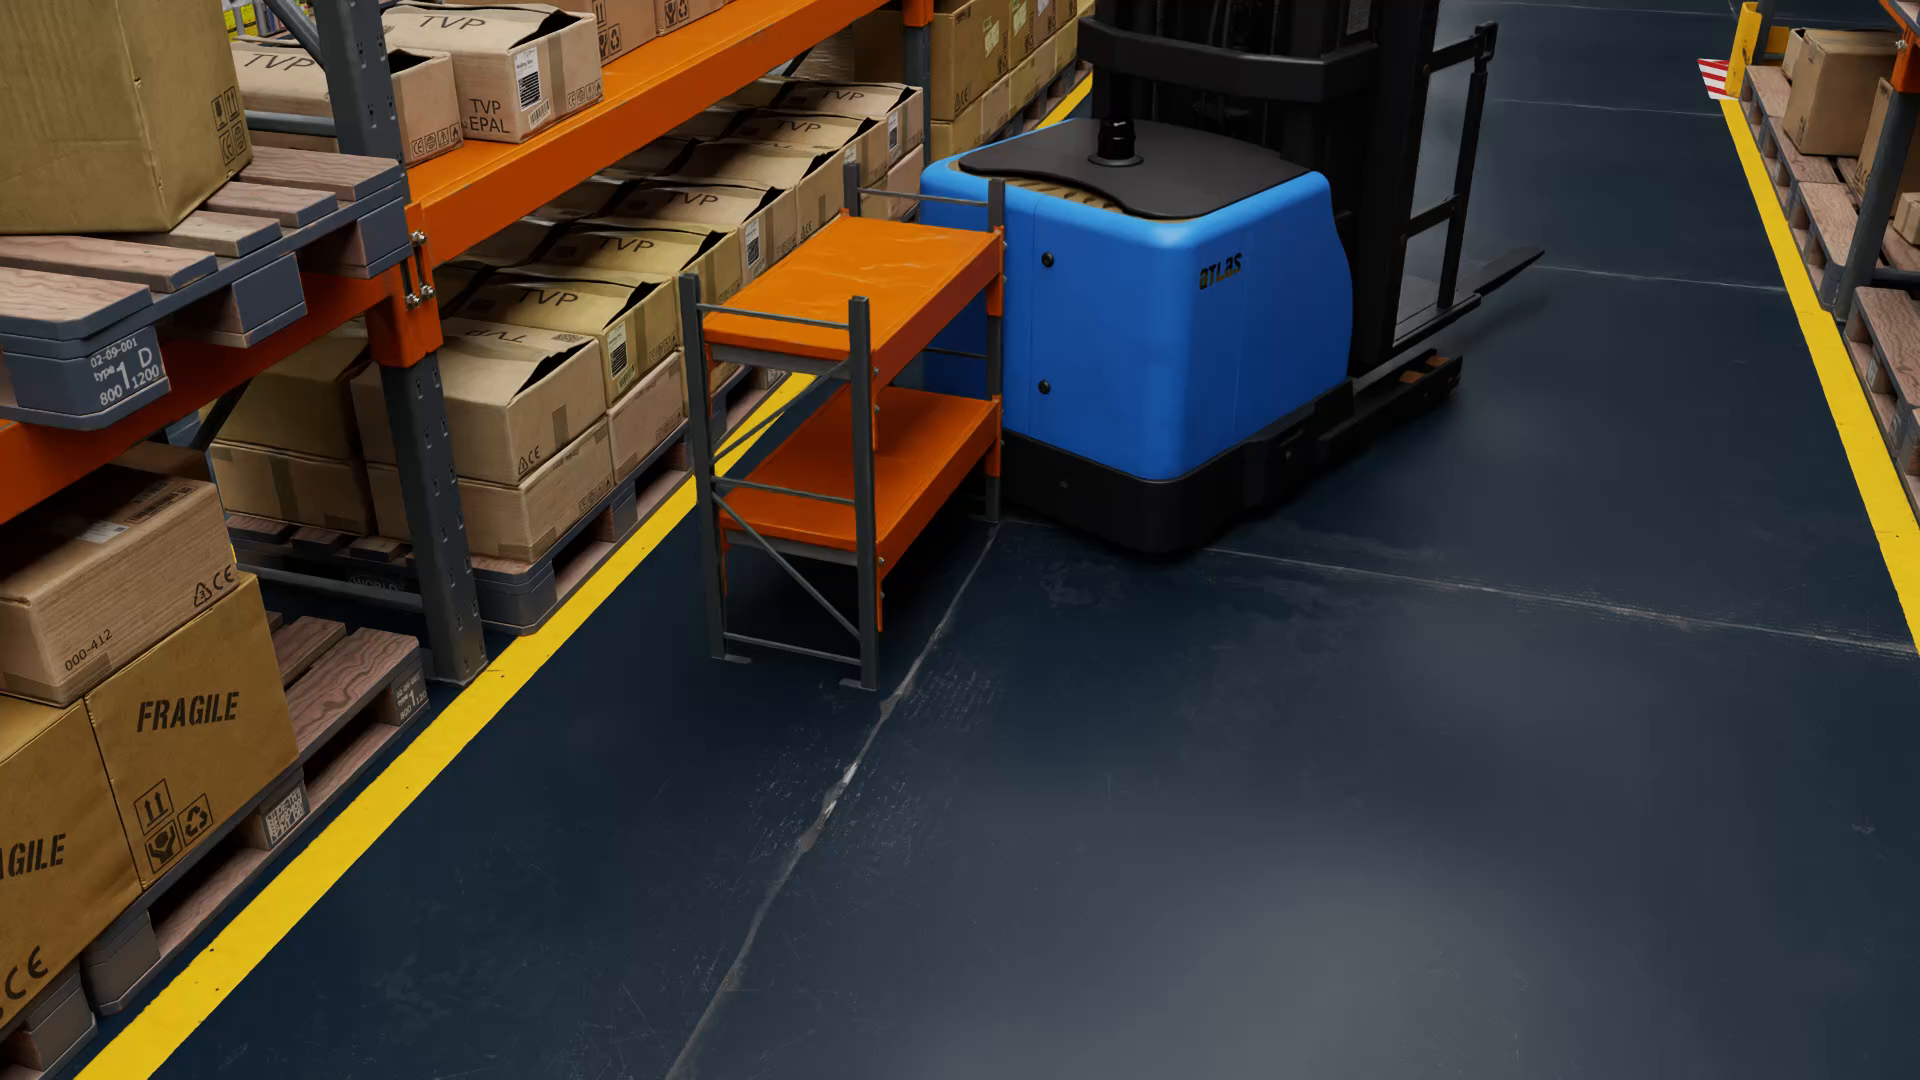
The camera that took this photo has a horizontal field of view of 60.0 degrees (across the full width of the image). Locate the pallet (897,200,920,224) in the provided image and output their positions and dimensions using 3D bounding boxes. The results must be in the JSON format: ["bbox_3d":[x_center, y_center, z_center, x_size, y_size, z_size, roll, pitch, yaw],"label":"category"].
[{"bbox_3d":[-0.810,-1.297,7.364,1.003,0.211,1.213,8,30,15],"label":"pallet"}]

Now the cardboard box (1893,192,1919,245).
[{"bbox_3d":[4.234,-1.365,7.081,0.380,0.166,0.250,5,29,8],"label":"cardboard box"}]

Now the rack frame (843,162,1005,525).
[{"bbox_3d":[-0.108,-0.589,5.152,0.500,1.125,0.032,10,31,17],"label":"rack frame"}]

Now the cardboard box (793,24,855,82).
[{"bbox_3d":[-0.546,-2.651,8.554,0.500,0.500,0.500,8,30,15],"label":"cardboard box"}]

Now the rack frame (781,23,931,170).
[{"bbox_3d":[-0.631,-2.863,7.312,1.000,3.000,0.127,8,30,15],"label":"rack frame"}]

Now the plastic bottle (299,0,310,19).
[{"bbox_3d":[-4.311,-3.484,10.854,0.097,0.201,0.097,0,29,0],"label":"plastic bottle"}]

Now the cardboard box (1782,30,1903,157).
[{"bbox_3d":[4.560,-2.210,8.255,0.700,0.500,0.500,7,30,12],"label":"cardboard box"}]

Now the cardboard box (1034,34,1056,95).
[{"bbox_3d":[0.240,-2.714,9.440,0.500,0.250,0.500,8,30,15],"label":"cardboard box"}]

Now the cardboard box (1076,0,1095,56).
[{"bbox_3d":[0.533,-3.179,10.275,0.500,0.250,0.500,8,30,15],"label":"cardboard box"}]

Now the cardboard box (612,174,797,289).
[{"bbox_3d":[-0.922,-1.154,6.059,0.500,0.311,0.500,8,30,14],"label":"cardboard box"}]

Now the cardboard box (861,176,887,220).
[{"bbox_3d":[-0.626,-1.377,7.035,0.500,0.250,0.500,8,30,14],"label":"cardboard box"}]

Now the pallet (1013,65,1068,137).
[{"bbox_3d":[-0.001,-2.577,9.666,1.003,0.211,1.213,8,30,15],"label":"pallet"}]

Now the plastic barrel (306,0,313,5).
[{"bbox_3d":[-4.458,-3.978,11.442,0.421,0.512,0.421,0,29,0],"label":"plastic barrel"}]

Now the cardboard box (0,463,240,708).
[{"bbox_3d":[-1.867,0.063,3.399,0.500,0.250,0.500,10,31,17],"label":"cardboard box"}]

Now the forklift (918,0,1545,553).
[{"bbox_3d":[1.213,-1.876,5.607,1.130,2.935,3.031,23,37,35],"label":"forklift"}]

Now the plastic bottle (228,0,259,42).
[{"bbox_3d":[-4.496,-3.294,10.359,0.144,0.351,0.185,10,31,17],"label":"plastic bottle"}]

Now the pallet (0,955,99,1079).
[{"bbox_3d":[-2.420,1.121,3.018,1.003,0.211,1.213,8,30,15],"label":"pallet"}]

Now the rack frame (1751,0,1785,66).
[{"bbox_3d":[5.280,-4.017,9.386,1.000,3.000,0.127,8,30,15],"label":"rack frame"}]

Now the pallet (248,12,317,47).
[{"bbox_3d":[-4.772,-3.228,10.836,1.003,0.211,1.213,8,30,15],"label":"pallet"}]

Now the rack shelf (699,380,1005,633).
[{"bbox_3d":[-0.282,-0.143,4.854,0.538,0.278,1.000,10,31,17],"label":"rack shelf"}]

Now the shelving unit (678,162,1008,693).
[{"bbox_3d":[-0.282,-0.357,4.735,0.538,1.125,1.048,10,31,17],"label":"shelving unit"}]

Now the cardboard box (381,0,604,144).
[{"bbox_3d":[-1.357,-1.354,4.689,0.500,0.311,0.500,8,30,14],"label":"cardboard box"}]

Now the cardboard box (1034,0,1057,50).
[{"bbox_3d":[0.243,-3.041,9.257,0.500,0.500,0.500,8,30,15],"label":"cardboard box"}]

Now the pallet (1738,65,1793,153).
[{"bbox_3d":[4.985,-2.391,9.331,1.003,0.211,1.213,8,30,15],"label":"pallet"}]

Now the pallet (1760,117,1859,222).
[{"bbox_3d":[4.625,-1.826,8.315,1.003,0.211,1.213,8,30,15],"label":"pallet"}]

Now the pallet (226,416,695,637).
[{"bbox_3d":[-1.526,-0.163,5.326,1.003,0.211,1.213,8,30,15],"label":"pallet"}]

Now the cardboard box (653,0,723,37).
[{"bbox_3d":[-1.173,-2.075,5.792,0.500,0.500,0.500,9,30,15],"label":"cardboard box"}]

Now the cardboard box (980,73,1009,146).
[{"bbox_3d":[-0.053,-2.249,8.604,0.500,0.250,0.500,8,30,15],"label":"cardboard box"}]

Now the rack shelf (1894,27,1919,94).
[{"bbox_3d":[3.519,-0.915,4.548,1.077,0.370,4.000,8,30,15],"label":"rack shelf"}]

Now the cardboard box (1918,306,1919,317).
[{"bbox_3d":[3.906,-0.914,5.926,0.700,0.500,0.500,10,30,17],"label":"cardboard box"}]

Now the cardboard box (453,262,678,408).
[{"bbox_3d":[-1.224,-0.678,5.204,0.500,0.311,0.500,8,30,14],"label":"cardboard box"}]

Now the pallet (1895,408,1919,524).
[{"bbox_3d":[3.522,-0.009,5.049,1.003,0.211,1.213,8,30,15],"label":"pallet"}]

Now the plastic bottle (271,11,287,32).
[{"bbox_3d":[-4.411,-3.404,10.632,0.152,0.276,0.135,9,30,15],"label":"plastic bottle"}]

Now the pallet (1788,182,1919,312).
[{"bbox_3d":[4.269,-1.257,7.292,1.003,0.211,1.213,8,30,15],"label":"pallet"}]

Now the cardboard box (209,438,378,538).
[{"bbox_3d":[-1.884,-0.266,5.039,0.500,0.250,0.500,9,30,16],"label":"cardboard box"}]

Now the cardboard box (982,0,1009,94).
[{"bbox_3d":[-0.056,-2.577,8.423,0.500,0.500,0.500,8,30,15],"label":"cardboard box"}]

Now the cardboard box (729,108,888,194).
[{"bbox_3d":[-0.622,-1.619,6.894,0.500,0.311,0.500,9,30,16],"label":"cardboard box"}]

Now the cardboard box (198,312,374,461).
[{"bbox_3d":[-1.887,-0.510,4.901,0.500,0.311,0.500,9,30,16],"label":"cardboard box"}]

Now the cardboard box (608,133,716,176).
[{"bbox_3d":[-1.293,-1.461,6.611,0.500,0.311,0.500,8,30,13],"label":"cardboard box"}]

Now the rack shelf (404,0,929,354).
[{"bbox_3d":[-1.218,-1.620,5.816,1.077,0.370,4.000,8,30,15],"label":"rack shelf"}]

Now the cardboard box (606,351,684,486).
[{"bbox_3d":[-1.224,-0.422,5.319,0.500,0.250,0.500,8,30,13],"label":"cardboard box"}]

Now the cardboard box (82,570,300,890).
[{"bbox_3d":[-1.855,0.364,3.630,0.500,0.500,0.500,10,31,17],"label":"cardboard box"}]

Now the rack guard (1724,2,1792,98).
[{"bbox_3d":[5.258,-2.890,9.930,1.175,0.500,0.348,8,30,15],"label":"rack guard"}]

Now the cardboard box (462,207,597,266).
[{"bbox_3d":[-1.589,-0.987,5.758,0.500,0.311,0.500,8,30,15],"label":"cardboard box"}]

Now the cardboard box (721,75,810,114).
[{"bbox_3d":[-0.990,-1.934,7.461,0.500,0.311,0.500,9,30,15],"label":"cardboard box"}]
